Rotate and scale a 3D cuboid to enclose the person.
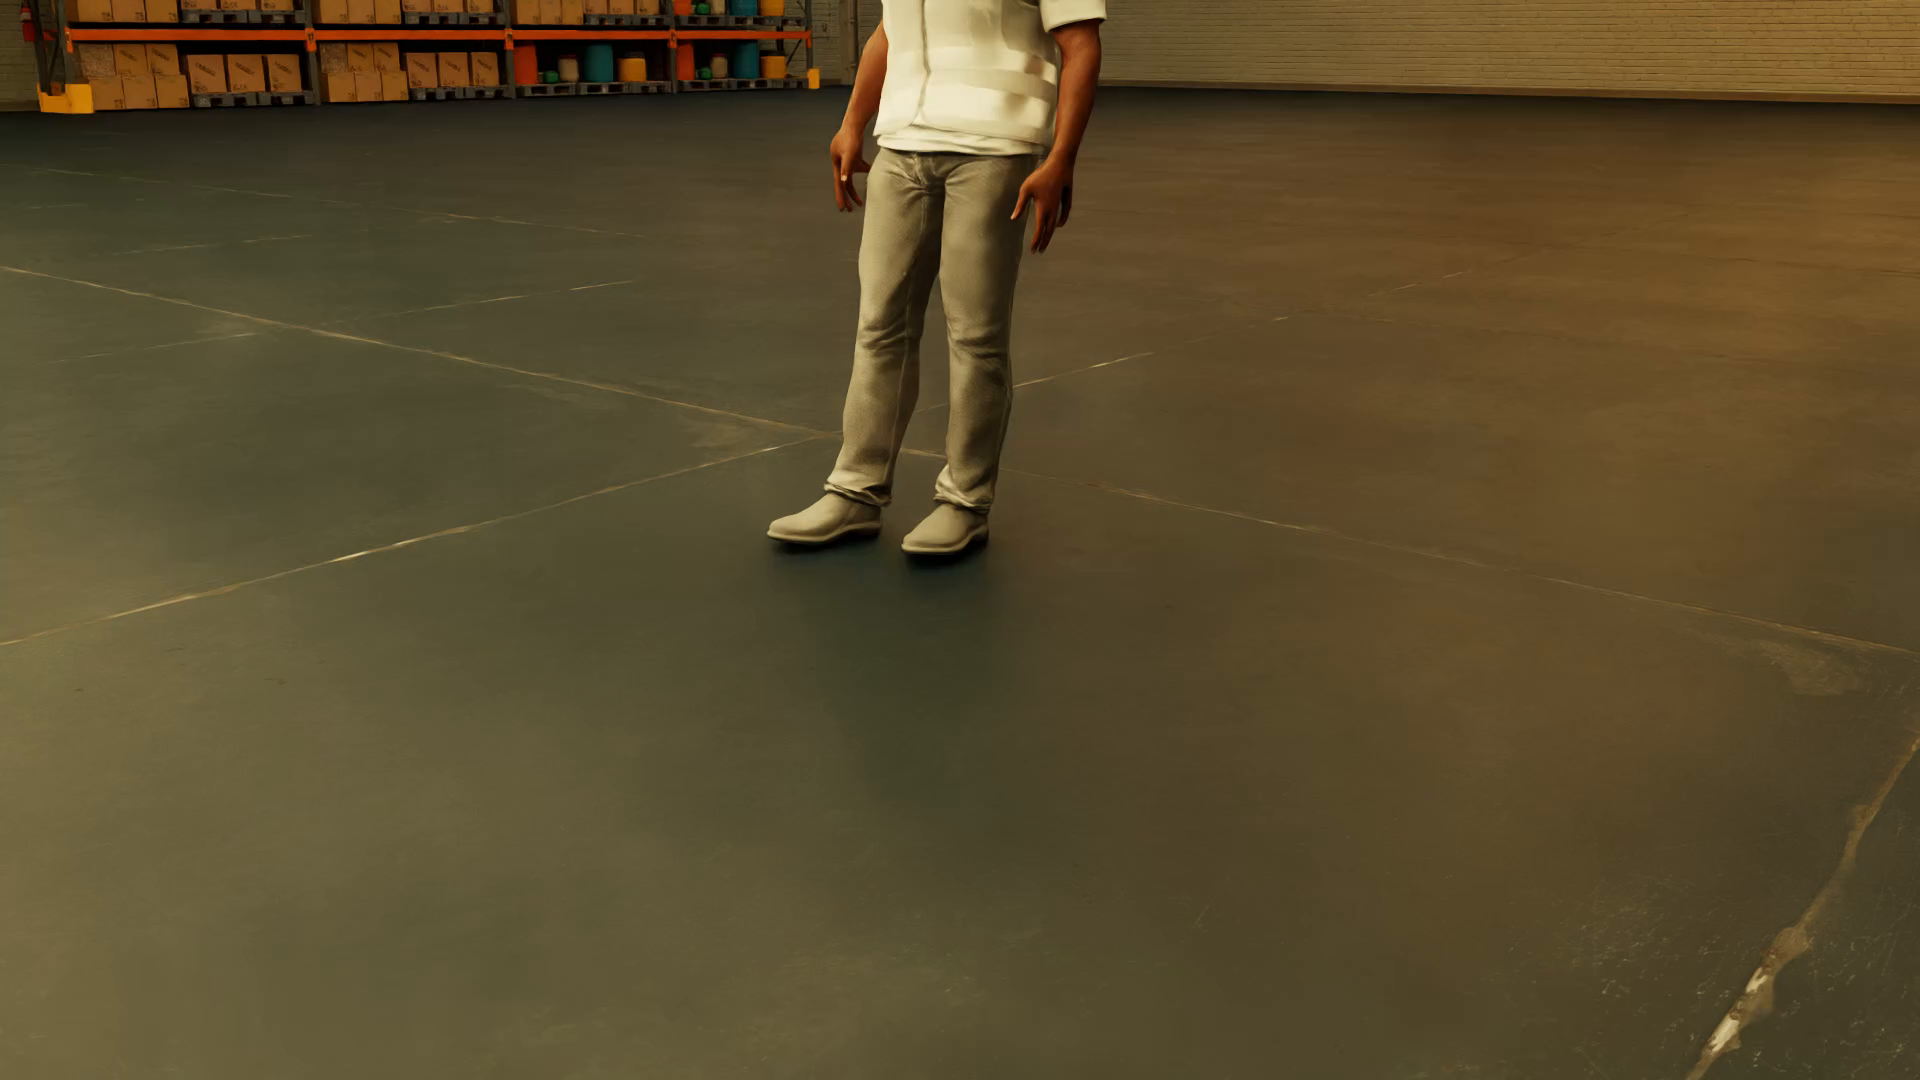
[{"bbox_3d":[-0.049,-0.838,3.636,0.665,1.765,0.577,13,21,37],"label":"person"}]
